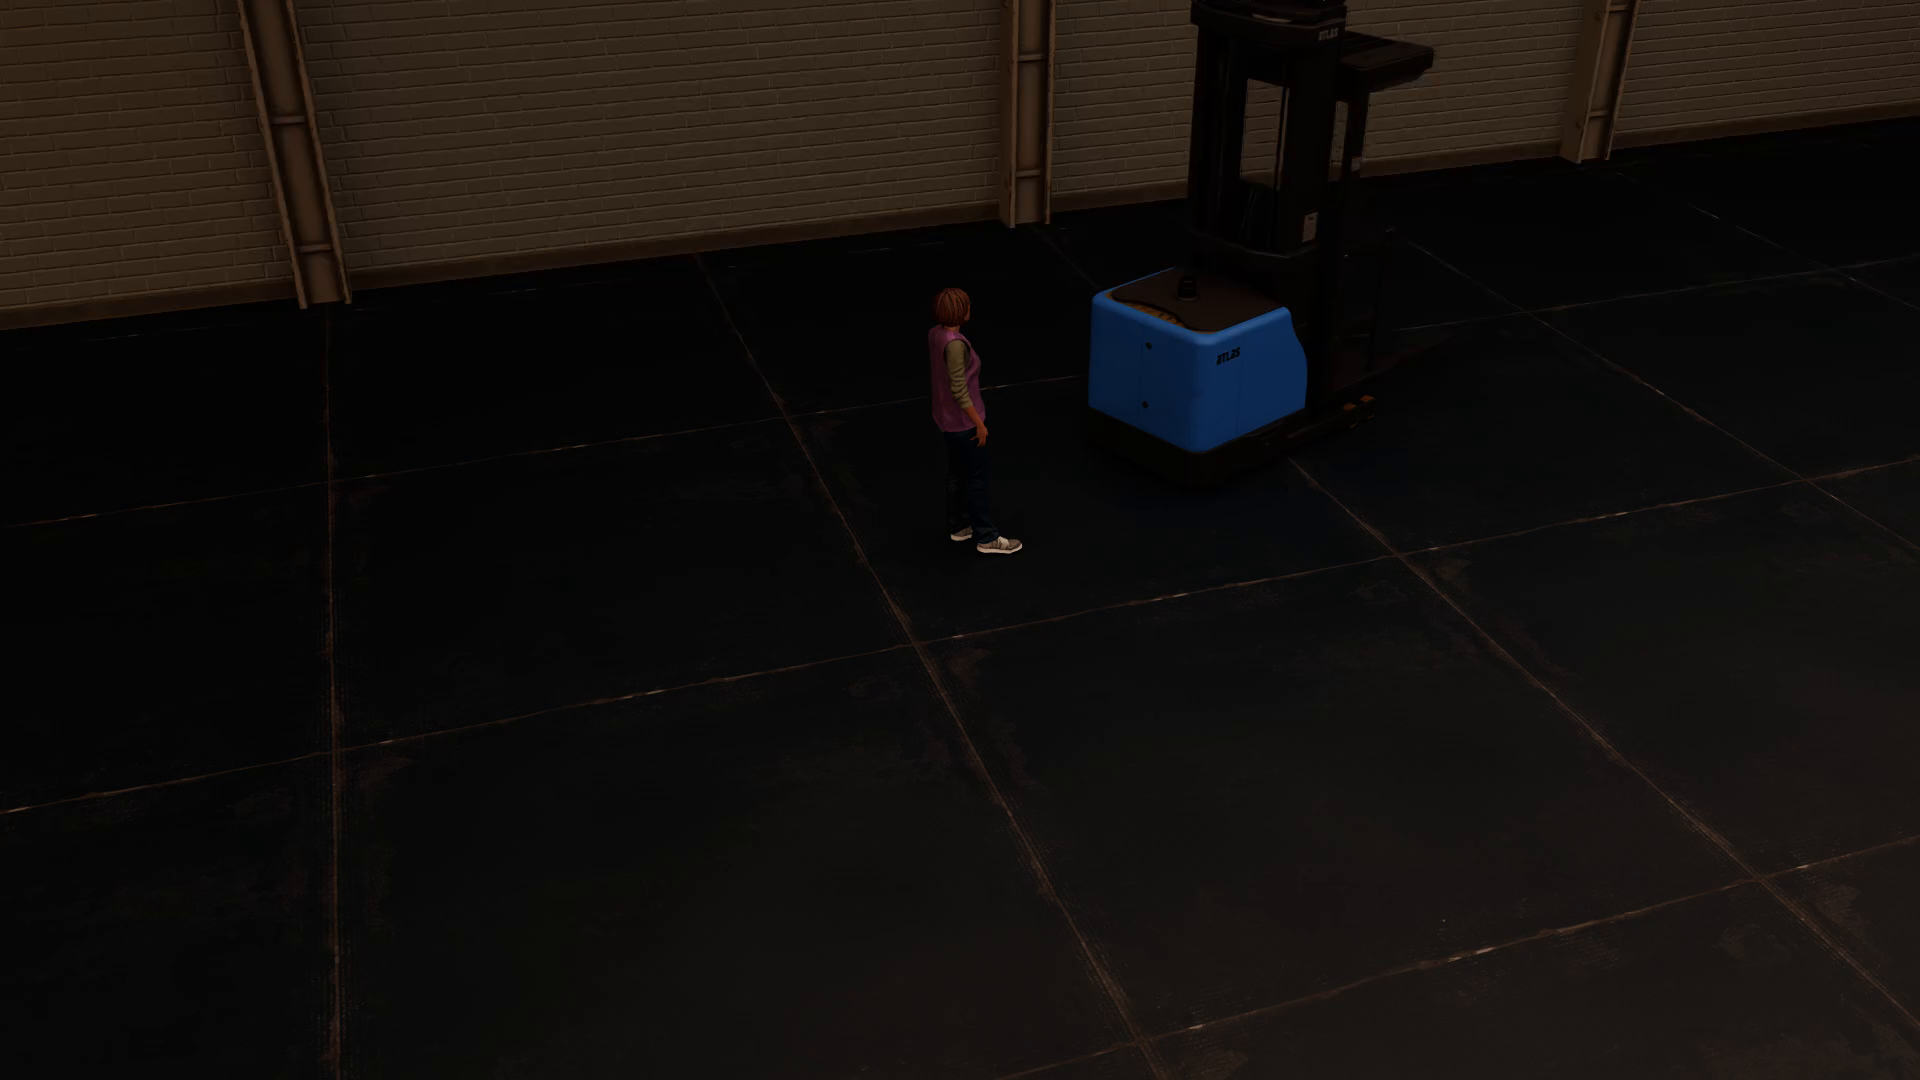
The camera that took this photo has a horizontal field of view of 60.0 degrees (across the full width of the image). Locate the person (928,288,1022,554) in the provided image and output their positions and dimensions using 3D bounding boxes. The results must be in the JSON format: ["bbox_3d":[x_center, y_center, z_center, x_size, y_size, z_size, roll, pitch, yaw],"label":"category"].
[{"bbox_3d":[0.074,-0.703,9.633,0.476,1.596,0.520,-10,31,-16],"label":"person"}]

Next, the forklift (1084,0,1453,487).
[{"bbox_3d":[2.265,-2.210,10.929,3.031,2.935,1.130,-24,37,-35],"label":"forklift"}]
